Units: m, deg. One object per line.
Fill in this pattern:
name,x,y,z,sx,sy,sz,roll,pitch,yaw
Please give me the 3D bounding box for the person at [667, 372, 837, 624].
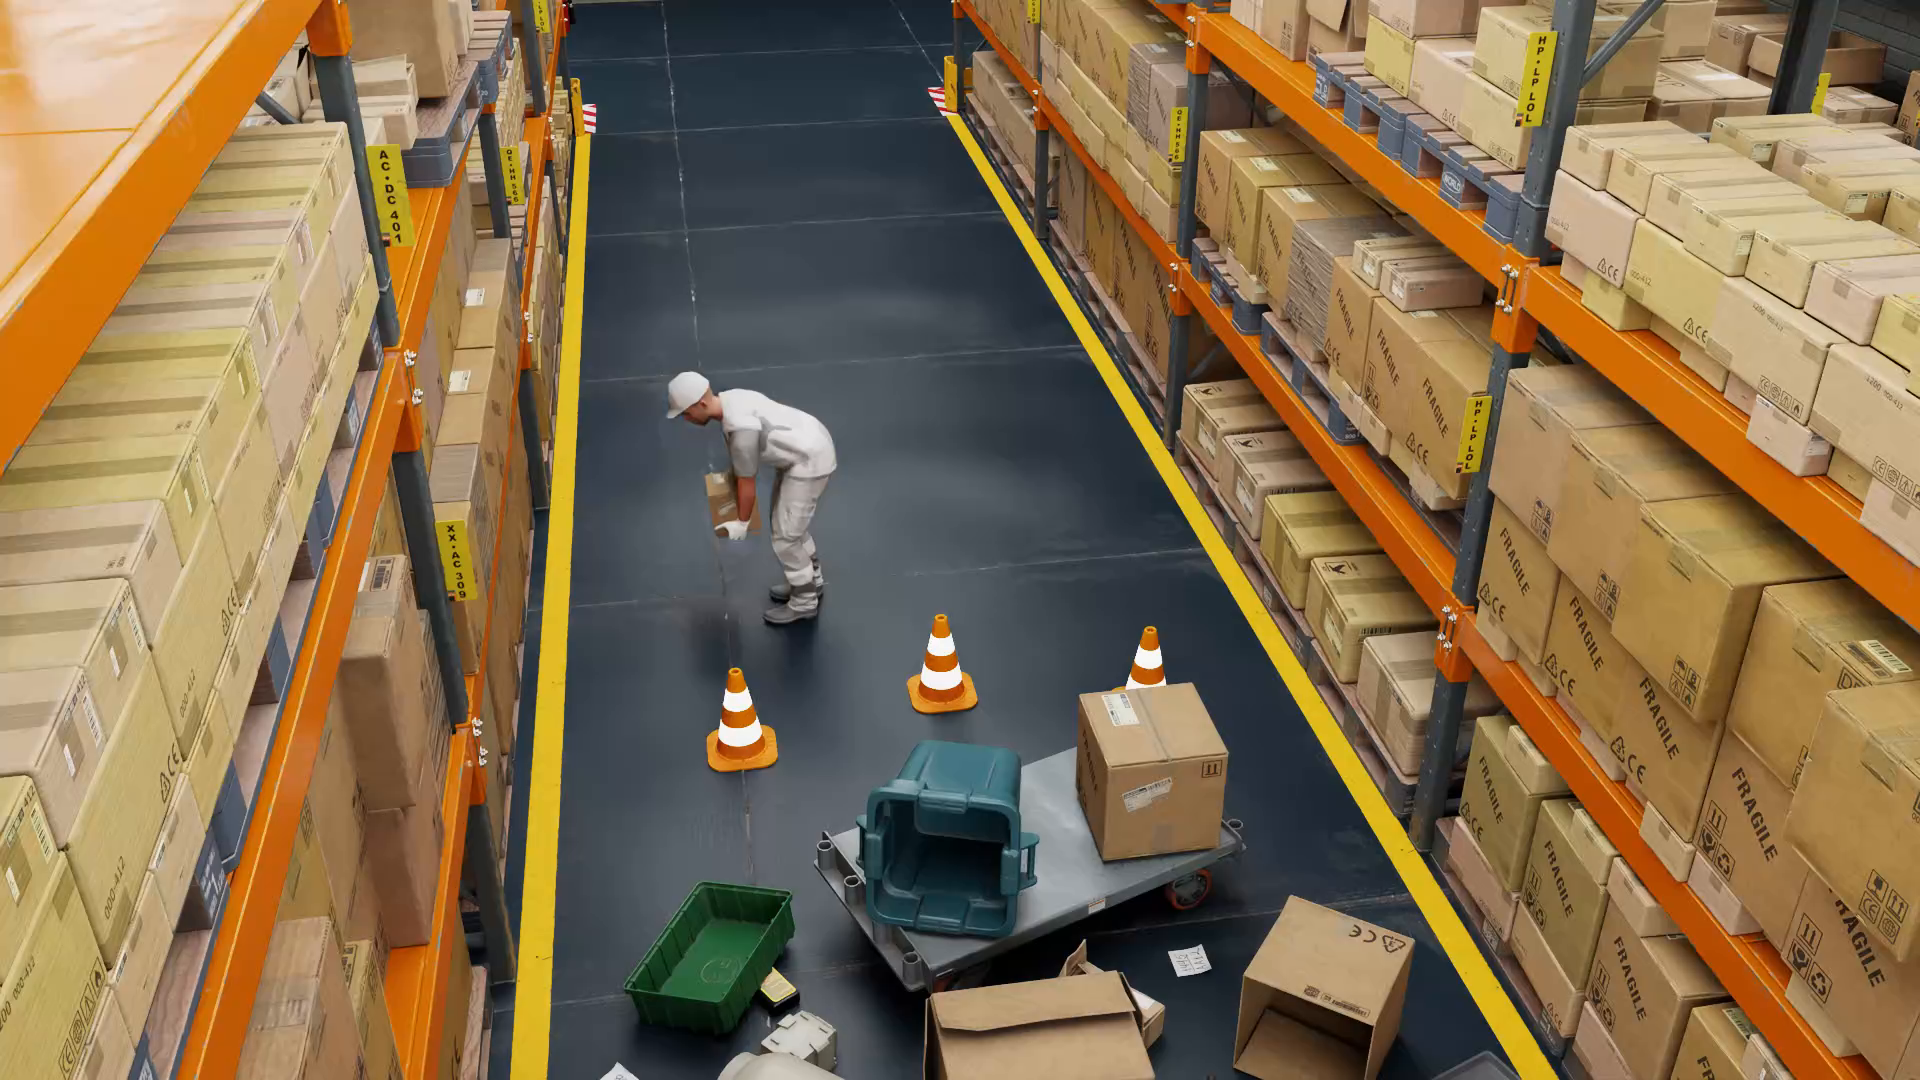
person,-1.079,-0.243,8.832,0.858,1.472,0.484,-6,31,-10
